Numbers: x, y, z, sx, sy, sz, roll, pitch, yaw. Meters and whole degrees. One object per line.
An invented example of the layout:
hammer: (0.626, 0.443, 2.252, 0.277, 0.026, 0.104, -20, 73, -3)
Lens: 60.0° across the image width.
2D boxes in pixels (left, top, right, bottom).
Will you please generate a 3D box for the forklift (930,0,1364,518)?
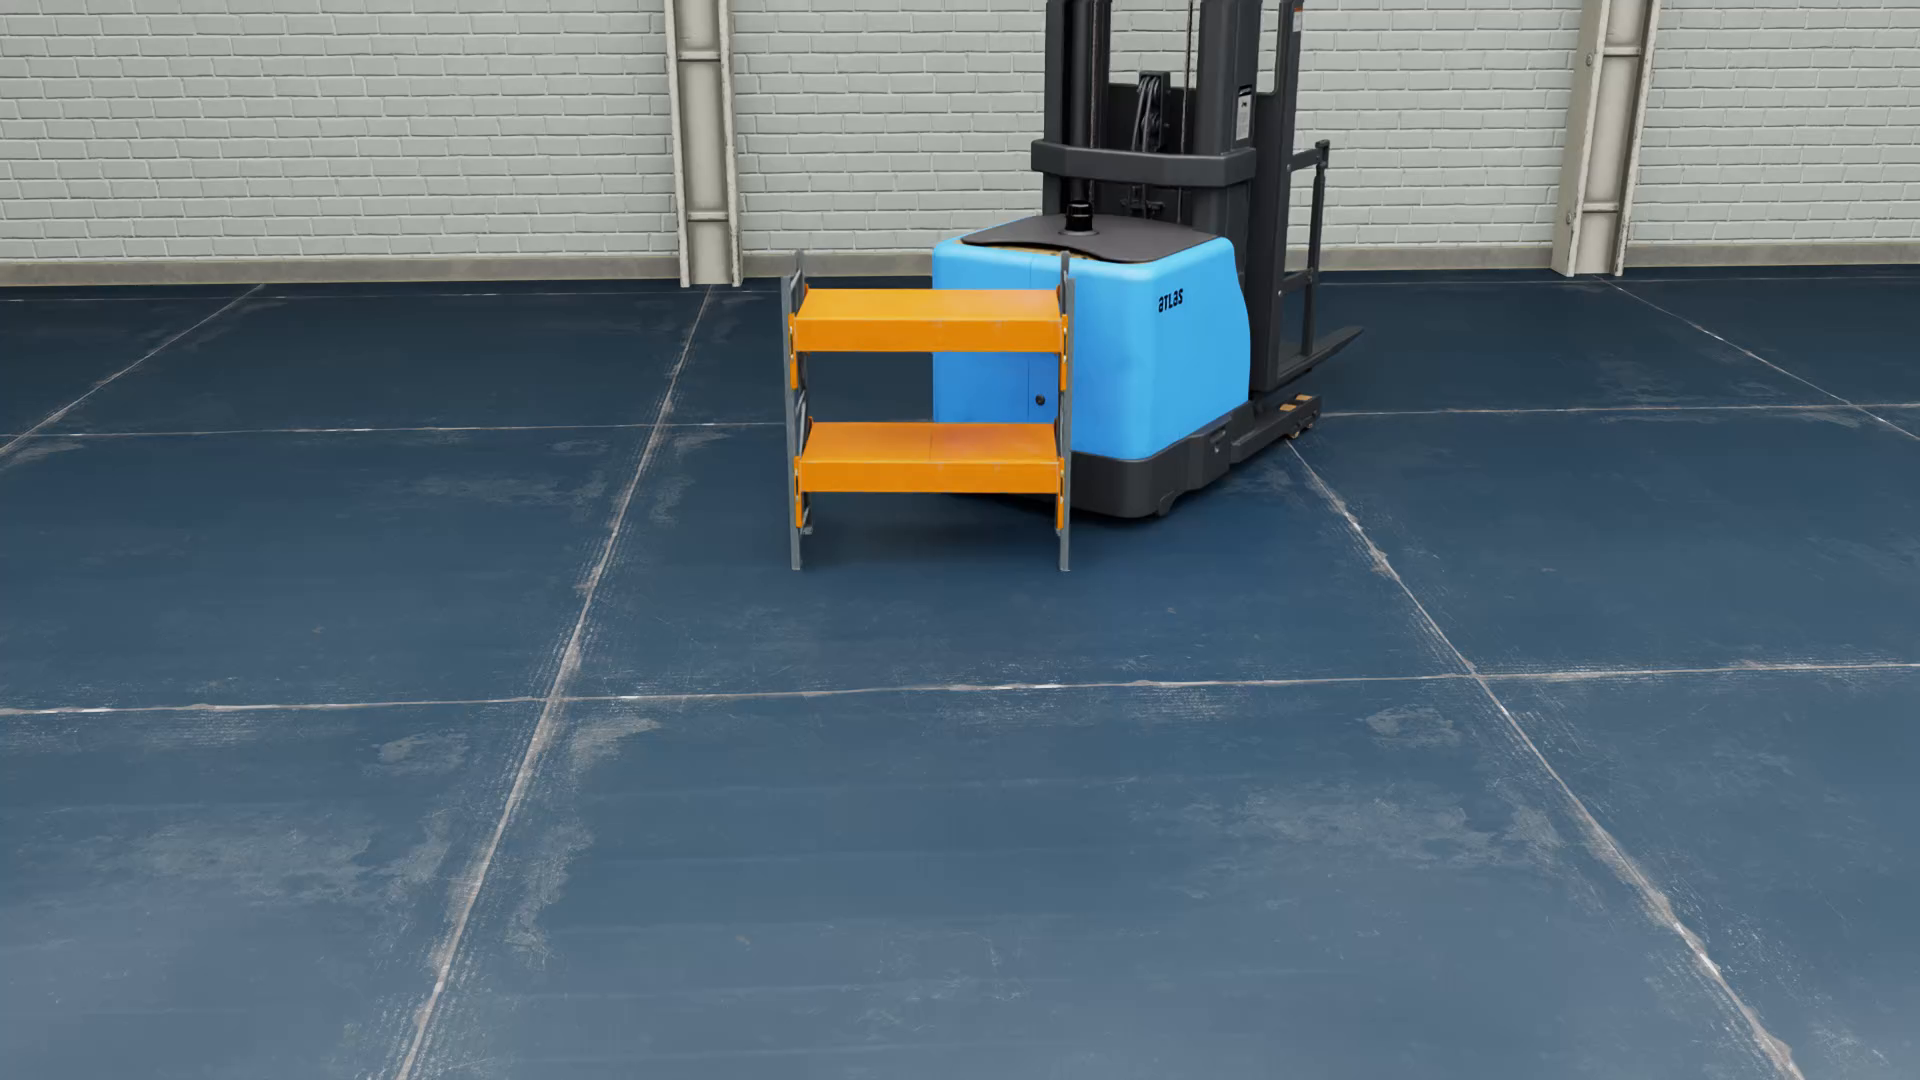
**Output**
forklift: (1.092, -1.929, 7.569, 1.130, 2.935, 3.031, 13, 24, 30)

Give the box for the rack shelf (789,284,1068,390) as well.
rack shelf: (-0.110, -0.767, 6.233, 1.000, 0.278, 0.538, 0, 21, 1)

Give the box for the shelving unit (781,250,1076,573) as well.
shelving unit: (-0.110, -0.494, 6.337, 1.048, 1.125, 0.538, 0, 21, 1)

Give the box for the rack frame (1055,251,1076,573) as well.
rack frame: (0.398, -0.491, 6.329, 0.032, 1.125, 0.500, 0, 21, 1)

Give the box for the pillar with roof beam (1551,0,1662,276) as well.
pillar with roof beam: (4.572, -4.535, 5.884, 0.400, 9.000, 9.100, -1, 21, -3)

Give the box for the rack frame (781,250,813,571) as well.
rack frame: (-0.619, -0.497, 6.345, 0.032, 1.125, 0.500, 0, 21, 1)

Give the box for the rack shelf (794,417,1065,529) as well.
rack shelf: (-0.110, -0.265, 6.424, 1.000, 0.278, 0.538, 0, 21, 1)

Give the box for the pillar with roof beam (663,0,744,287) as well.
pillar with roof beam: (-1.419, -4.413, 5.564, 0.400, 9.000, 9.100, -1, 21, -3)
